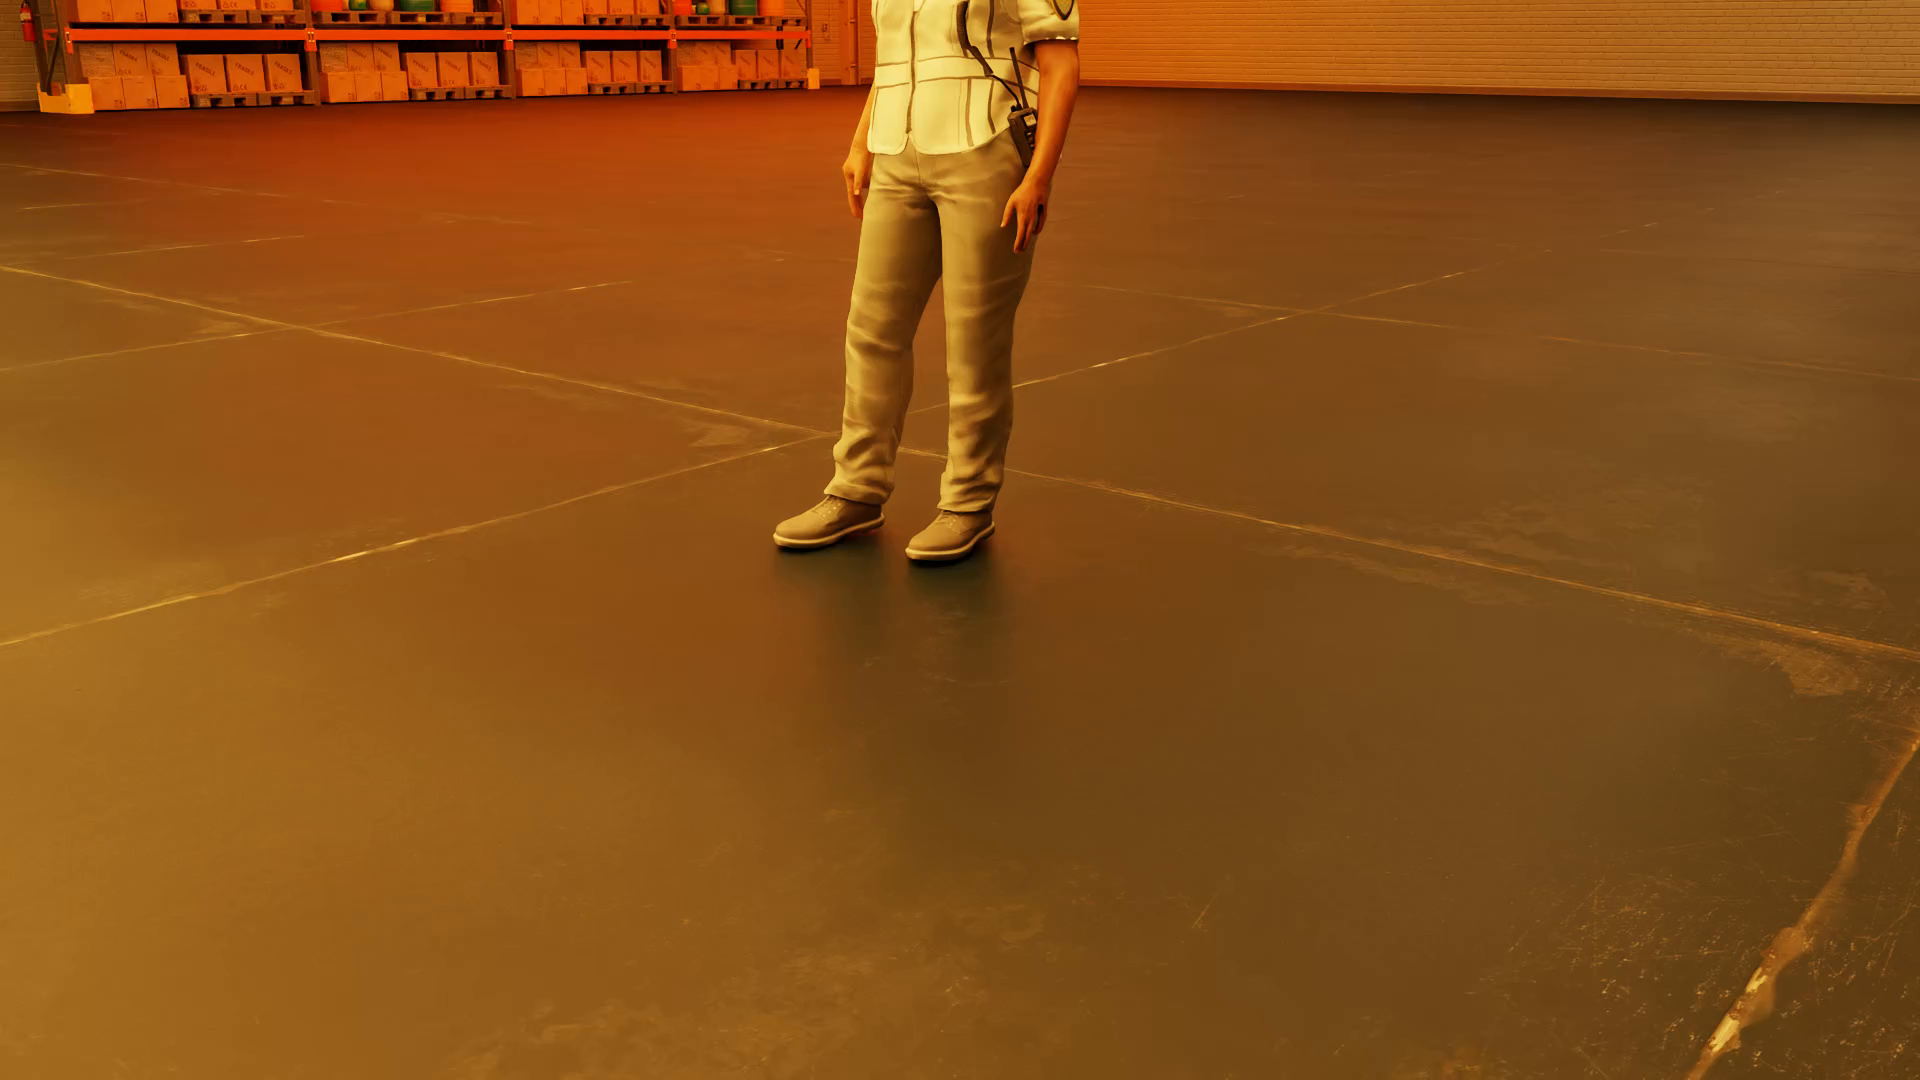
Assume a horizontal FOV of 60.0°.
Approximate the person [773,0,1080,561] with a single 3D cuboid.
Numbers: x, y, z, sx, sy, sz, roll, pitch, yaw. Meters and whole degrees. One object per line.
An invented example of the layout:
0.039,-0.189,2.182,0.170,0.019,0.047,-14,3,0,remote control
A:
-0.066,-0.791,3.655,0.598,1.670,0.529,13,21,37,person
